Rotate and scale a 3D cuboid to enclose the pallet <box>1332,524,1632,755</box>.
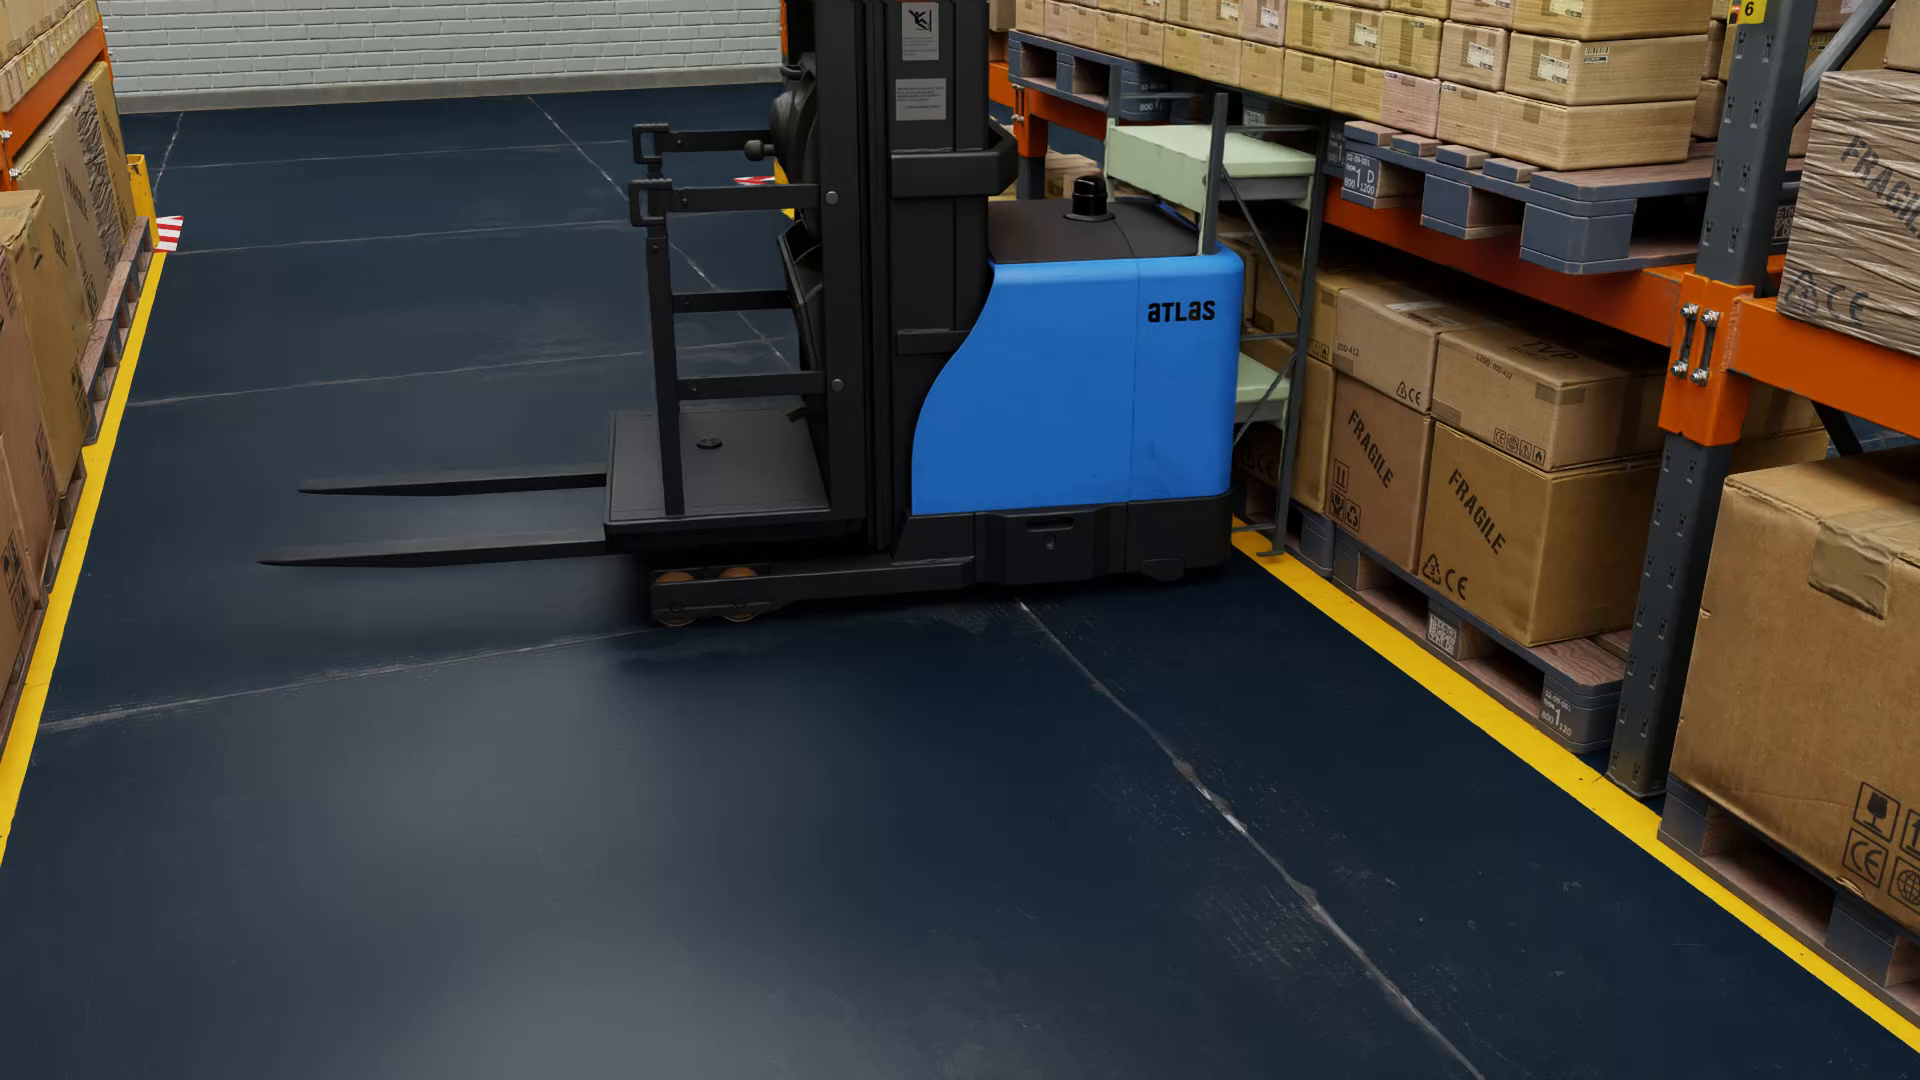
[{"bbox_3d":[1.878,0.187,5.034,1.003,0.211,1.213,-8,24,-19],"label":"pallet"}]

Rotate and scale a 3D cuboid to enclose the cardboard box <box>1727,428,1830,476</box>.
[{"bbox_3d":[2.142,-0.147,4.915,0.500,0.500,0.500,-9,25,-21],"label":"cardboard box"}]

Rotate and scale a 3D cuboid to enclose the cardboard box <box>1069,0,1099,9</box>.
[{"bbox_3d":[0.634,-2.088,6.242,0.380,0.149,0.250,-8,24,-18],"label":"cardboard box"}]

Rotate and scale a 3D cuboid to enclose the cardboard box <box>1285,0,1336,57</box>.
[{"bbox_3d":[1.188,-1.519,4.892,0.380,0.149,0.250,-9,24,-19],"label":"cardboard box"}]

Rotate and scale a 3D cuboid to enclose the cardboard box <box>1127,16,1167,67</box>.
[{"bbox_3d":[0.815,-1.763,5.855,0.380,0.149,0.250,-9,25,-21],"label":"cardboard box"}]

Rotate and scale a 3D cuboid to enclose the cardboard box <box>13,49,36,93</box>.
[{"bbox_3d":[-3.916,-1.852,6.605,0.380,0.149,0.250,-8,24,-17],"label":"cardboard box"}]

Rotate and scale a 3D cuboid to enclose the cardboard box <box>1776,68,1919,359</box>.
[{"bbox_3d":[2.059,-0.660,3.324,0.500,0.500,0.500,-8,24,-18],"label":"cardboard box"}]

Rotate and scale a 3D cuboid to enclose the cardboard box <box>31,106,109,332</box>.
[{"bbox_3d":[-4.412,-1.415,7.441,0.875,0.875,0.875,-8,24,-19],"label":"cardboard box"}]

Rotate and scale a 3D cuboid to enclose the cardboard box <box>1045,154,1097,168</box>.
[{"bbox_3d":[0.508,-1.963,8.910,0.380,0.149,0.250,-8,24,-18],"label":"cardboard box"}]

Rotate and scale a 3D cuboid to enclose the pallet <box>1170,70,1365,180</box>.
[{"bbox_3d":[1.415,-1.439,5.549,1.003,0.211,1.213,-8,24,-19],"label":"pallet"}]

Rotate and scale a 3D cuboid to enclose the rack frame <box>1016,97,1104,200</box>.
[{"bbox_3d":[0.740,-2.267,7.267,1.000,3.000,0.127,-8,24,-19],"label":"rack frame"}]

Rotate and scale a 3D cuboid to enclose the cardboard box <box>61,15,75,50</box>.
[{"bbox_3d":[-4.461,-2.412,7.933,0.380,0.149,0.250,-8,24,-19],"label":"cardboard box"}]

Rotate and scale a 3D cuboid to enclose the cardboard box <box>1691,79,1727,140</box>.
[{"bbox_3d":[2.089,-1.179,4.468,0.380,0.149,0.250,-7,24,-16],"label":"cardboard box"}]

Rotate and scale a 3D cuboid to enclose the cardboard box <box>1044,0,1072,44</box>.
[{"bbox_3d":[0.552,-2.039,6.507,0.380,0.149,0.250,-8,24,-18],"label":"cardboard box"}]

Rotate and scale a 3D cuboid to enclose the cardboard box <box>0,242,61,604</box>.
[{"bbox_3d":[-3.375,-0.283,4.755,1.225,0.875,0.875,-9,25,-21],"label":"cardboard box"}]

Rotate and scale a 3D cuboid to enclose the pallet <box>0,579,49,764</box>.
[{"bbox_3d":[-3.158,0.376,4.587,1.003,0.211,1.213,-8,24,-19],"label":"pallet"}]

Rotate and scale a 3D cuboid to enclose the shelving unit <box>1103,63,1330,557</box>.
[{"bbox_3d":[0.787,-0.764,5.520,0.431,1.500,0.755,-6,23,-19],"label":"shelving unit"}]

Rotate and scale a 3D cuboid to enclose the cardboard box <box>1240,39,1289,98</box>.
[{"bbox_3d":[1.101,-1.474,5.169,0.380,0.149,0.250,-8,24,-17],"label":"cardboard box"}]

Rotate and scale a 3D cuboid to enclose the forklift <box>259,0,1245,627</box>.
[{"bbox_3d":[-0.681,-1.305,5.073,3.031,2.935,1.130,-4,23,-9],"label":"forklift"}]

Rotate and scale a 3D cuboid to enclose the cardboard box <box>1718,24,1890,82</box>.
[{"bbox_3d":[2.170,-1.232,4.210,0.380,0.149,0.250,-7,24,-17],"label":"cardboard box"}]

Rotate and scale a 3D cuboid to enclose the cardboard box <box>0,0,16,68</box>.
[{"bbox_3d":[-3.857,-1.898,6.201,0.500,0.250,0.500,-9,24,-20],"label":"cardboard box"}]

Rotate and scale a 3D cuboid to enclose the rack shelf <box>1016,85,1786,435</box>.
[{"bbox_3d":[1.447,-1.209,5.682,1.077,0.370,4.000,-8,24,-19],"label":"rack shelf"}]

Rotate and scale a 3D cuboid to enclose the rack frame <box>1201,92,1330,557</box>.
[{"bbox_3d":[0.912,-0.630,5.203,0.400,1.500,0.023,-6,23,-19],"label":"rack frame"}]

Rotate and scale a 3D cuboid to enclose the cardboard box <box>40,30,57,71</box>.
[{"bbox_3d":[-4.188,-2.131,7.268,0.380,0.149,0.250,-8,24,-18],"label":"cardboard box"}]

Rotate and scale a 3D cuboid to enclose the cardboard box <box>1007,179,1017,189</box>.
[{"bbox_3d":[0.149,-1.691,8.265,0.380,0.149,0.250,-9,24,-19],"label":"cardboard box"}]

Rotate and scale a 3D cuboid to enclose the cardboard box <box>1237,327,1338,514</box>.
[{"bbox_3d":[1.294,-0.438,5.604,0.500,0.500,0.500,-9,25,-21],"label":"cardboard box"}]

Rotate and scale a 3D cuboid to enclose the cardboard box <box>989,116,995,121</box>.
[{"bbox_3d":[-0.004,-2.541,10.280,0.380,0.149,0.250,-9,24,-20],"label":"cardboard box"}]

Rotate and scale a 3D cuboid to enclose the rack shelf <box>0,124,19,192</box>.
[{"bbox_3d":[-3.229,-0.565,4.155,1.077,0.370,4.000,-8,24,-19],"label":"rack shelf"}]

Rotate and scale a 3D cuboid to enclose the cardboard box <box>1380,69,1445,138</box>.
[{"bbox_3d":[1.371,-1.191,4.497,0.380,0.149,0.250,-8,24,-18],"label":"cardboard box"}]

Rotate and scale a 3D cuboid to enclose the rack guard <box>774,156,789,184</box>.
[{"bbox_3d":[-0.646,-2.541,11.135,1.175,0.500,0.348,-8,24,-19],"label":"rack guard"}]

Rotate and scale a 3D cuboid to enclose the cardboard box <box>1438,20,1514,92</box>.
[{"bbox_3d":[1.457,-1.242,4.235,0.380,0.149,0.250,-7,24,-17],"label":"cardboard box"}]

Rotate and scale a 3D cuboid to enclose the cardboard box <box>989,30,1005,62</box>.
[{"bbox_3d":[0.227,-2.302,7.672,0.380,0.149,0.250,-9,24,-20],"label":"cardboard box"}]

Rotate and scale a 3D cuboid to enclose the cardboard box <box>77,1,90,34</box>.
[{"bbox_3d":[-4.734,-2.691,8.595,0.380,0.149,0.250,-8,24,-19],"label":"cardboard box"}]

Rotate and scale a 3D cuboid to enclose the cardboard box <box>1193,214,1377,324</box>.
[{"bbox_3d":[1.120,-0.970,5.903,0.500,0.250,0.500,-7,24,-17],"label":"cardboard box"}]

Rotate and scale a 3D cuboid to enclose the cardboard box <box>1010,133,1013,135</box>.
[{"bbox_3d":[0.165,-2.237,9.560,0.380,0.149,0.250,-9,25,-21],"label":"cardboard box"}]

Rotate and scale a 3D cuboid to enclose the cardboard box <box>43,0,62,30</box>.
[{"bbox_3d":[-4.383,-2.447,7.504,0.500,0.250,0.500,-8,24,-19],"label":"cardboard box"}]

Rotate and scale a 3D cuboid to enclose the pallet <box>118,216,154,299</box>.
[{"bbox_3d":[-4.993,-1.512,9.065,1.003,0.211,1.213,-8,24,-19],"label":"pallet"}]

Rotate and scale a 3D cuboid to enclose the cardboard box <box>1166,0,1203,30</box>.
[{"bbox_3d":[0.917,-1.800,5.557,0.380,0.149,0.250,-9,24,-20],"label":"cardboard box"}]

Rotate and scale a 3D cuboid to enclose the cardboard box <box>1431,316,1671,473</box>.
[{"bbox_3d":[1.666,-0.413,4.581,0.500,0.250,0.500,-9,24,-20],"label":"cardboard box"}]

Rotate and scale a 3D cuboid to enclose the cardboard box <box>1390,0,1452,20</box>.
[{"bbox_3d":[1.372,-1.467,4.386,0.380,0.149,0.250,-8,24,-17],"label":"cardboard box"}]

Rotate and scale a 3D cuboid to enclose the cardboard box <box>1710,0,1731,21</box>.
[{"bbox_3d":[2.074,-1.457,4.362,0.380,0.149,0.250,-9,24,-20],"label":"cardboard box"}]
